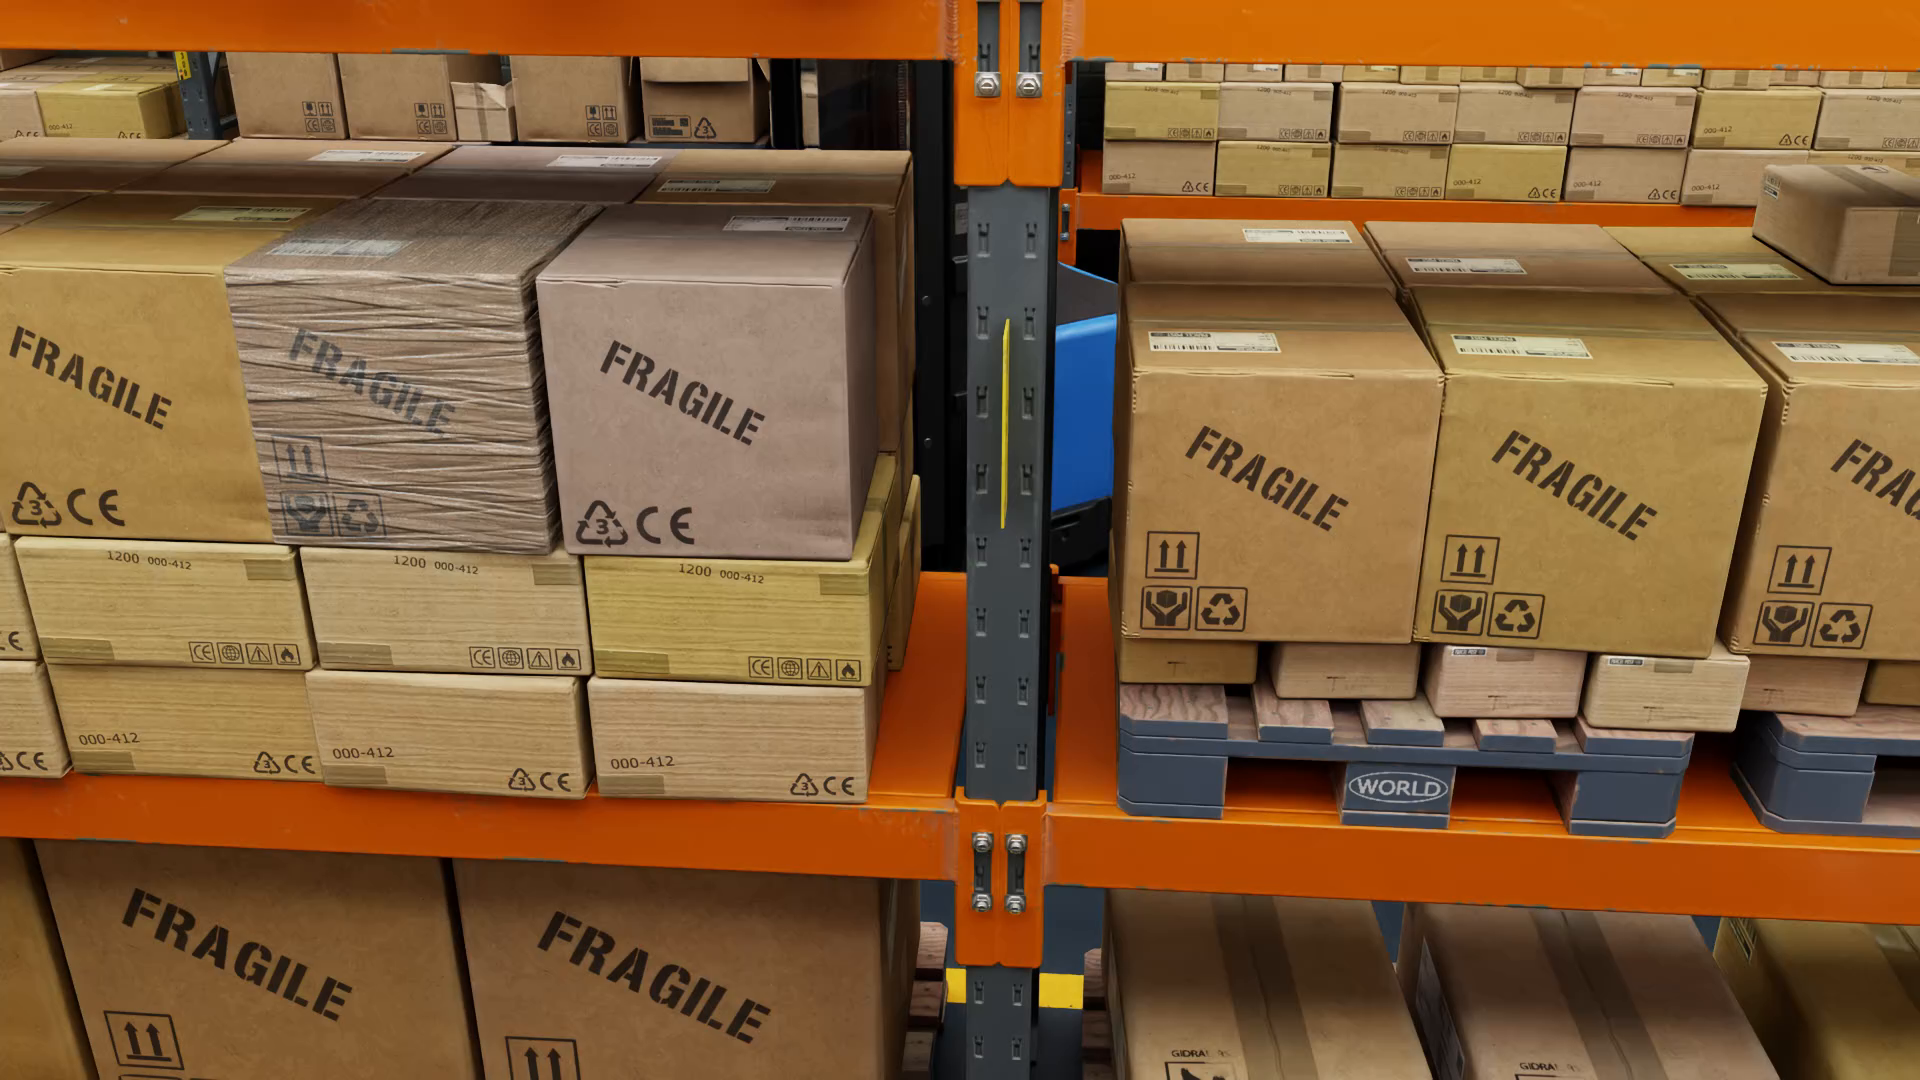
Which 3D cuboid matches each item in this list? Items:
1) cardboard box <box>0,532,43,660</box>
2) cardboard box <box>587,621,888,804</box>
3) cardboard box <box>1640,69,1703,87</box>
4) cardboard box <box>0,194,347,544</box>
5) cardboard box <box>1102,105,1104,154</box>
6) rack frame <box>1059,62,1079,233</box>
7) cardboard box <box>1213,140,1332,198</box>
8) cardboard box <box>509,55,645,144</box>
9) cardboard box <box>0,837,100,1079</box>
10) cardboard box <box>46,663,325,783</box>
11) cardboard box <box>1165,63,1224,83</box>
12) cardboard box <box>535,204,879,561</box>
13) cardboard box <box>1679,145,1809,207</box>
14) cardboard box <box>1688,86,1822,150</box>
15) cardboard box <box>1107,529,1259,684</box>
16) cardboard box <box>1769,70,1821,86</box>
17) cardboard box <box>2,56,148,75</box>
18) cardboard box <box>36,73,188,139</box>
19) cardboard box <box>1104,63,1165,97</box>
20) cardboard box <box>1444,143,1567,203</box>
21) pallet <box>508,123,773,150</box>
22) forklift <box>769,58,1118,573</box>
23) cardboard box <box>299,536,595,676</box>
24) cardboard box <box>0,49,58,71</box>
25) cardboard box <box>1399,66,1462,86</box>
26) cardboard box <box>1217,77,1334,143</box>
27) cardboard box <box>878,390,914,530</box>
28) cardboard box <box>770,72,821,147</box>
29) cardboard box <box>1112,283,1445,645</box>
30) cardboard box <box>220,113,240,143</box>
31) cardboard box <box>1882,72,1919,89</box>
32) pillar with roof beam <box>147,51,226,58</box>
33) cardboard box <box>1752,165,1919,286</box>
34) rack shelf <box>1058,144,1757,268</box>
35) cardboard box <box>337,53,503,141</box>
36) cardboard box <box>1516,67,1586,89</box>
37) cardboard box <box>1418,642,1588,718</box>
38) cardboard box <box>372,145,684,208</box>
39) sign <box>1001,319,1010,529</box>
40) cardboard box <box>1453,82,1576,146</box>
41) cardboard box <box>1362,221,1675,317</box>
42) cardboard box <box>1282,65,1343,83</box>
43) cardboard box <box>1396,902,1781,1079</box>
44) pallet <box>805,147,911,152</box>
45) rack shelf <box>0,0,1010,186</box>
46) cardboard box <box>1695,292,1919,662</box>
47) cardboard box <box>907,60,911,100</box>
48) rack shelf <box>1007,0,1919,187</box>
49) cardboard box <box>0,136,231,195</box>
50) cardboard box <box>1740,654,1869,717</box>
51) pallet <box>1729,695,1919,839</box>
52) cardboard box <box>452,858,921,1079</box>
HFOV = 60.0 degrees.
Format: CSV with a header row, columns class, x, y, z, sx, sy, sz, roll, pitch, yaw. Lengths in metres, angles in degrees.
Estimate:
class,x,y,z,sx,sy,sz,roll,pitch,yaw
cardboard box,-1.932,0.002,3.239,0.500,0.250,0.500,1,25,2
cardboard box,-0.412,0.270,3.255,0.500,0.250,0.500,1,25,2
cardboard box,3.092,-2.108,7.347,0.250,0.149,0.380,1,25,3
cardboard box,-1.430,-0.329,3.061,0.500,0.500,0.500,2,25,4
cardboard box,0.956,-1.983,8.152,0.500,0.250,0.500,1,25,3
rack frame,0.488,-1.959,7.920,0.127,3.000,1.000,2,25,4
cardboard box,1.413,-1.757,7.659,0.500,0.250,0.500,1,25,3
cardboard box,-1.736,-2.173,7.762,0.500,0.500,0.700,2,25,4
cardboard box,-2.351,0.768,4.032,0.875,0.875,0.875,3,25,6
cardboard box,-1.423,0.237,3.326,0.500,0.250,0.500,2,25,3
cardboard box,1.050,-2.159,7.457,0.250,0.149,0.380,2,25,5
cardboard box,-0.423,-0.298,2.993,0.500,0.500,0.500,1,25,3
cardboard box,3.452,-1.684,7.501,0.500,0.250,0.500,2,25,4
cardboard box,3.454,-1.913,7.400,0.500,0.250,0.500,1,25,3
cardboard box,0.422,0.121,3.197,0.250,0.149,0.380,0,25,1
cardboard box,3.620,-2.120,7.374,0.250,0.149,0.380,2,25,4
cardboard box,-4.474,-2.296,8.475,0.500,0.250,0.500,2,25,4
cardboard box,-4.026,-2.069,7.982,0.500,0.250,0.500,2,25,5
cardboard box,0.957,-2.220,8.067,0.500,0.250,0.500,2,25,5
cardboard box,2.444,-1.726,7.592,0.500,0.250,0.500,3,25,6
pallet,-1.451,-1.933,8.091,1.213,0.211,1.003,2,25,4
forklift,-0.616,-1.146,6.233,3.031,2.935,1.130,-16,29,-30
cardboard box,-0.902,0.026,3.186,0.500,0.250,0.500,1,25,3
cardboard box,-4.964,-2.654,8.355,0.500,0.500,0.500,1,25,3
cardboard box,2.071,-2.130,7.394,0.250,0.149,0.380,2,25,5
cardboard box,1.411,-1.986,7.559,0.500,0.250,0.500,3,25,6
cardboard box,-0.374,-0.169,3.609,0.500,0.250,0.500,2,25,4
cardboard box,-0.588,-1.981,7.644,0.500,0.250,0.500,1,25,2
cardboard box,0.543,-0.151,3.012,0.500,0.500,0.500,1,25,3
cardboard box,-3.814,-2.098,8.522,0.250,0.149,0.380,2,25,4
cardboard box,4.119,-2.090,7.308,0.250,0.149,0.380,3,25,6
pillar with roof beam,-4.455,-3.416,3.909,0.400,9.000,9.100,2,25,4
cardboard box,1.765,-0.622,3.259,0.250,0.149,0.380,1,25,1
rack shelf,2.483,-1.569,7.931,4.000,0.370,1.077,2,25,4
cardboard box,-2.518,-2.198,7.817,0.500,0.500,0.700,2,25,5
cardboard box,2.573,-2.095,7.318,0.250,0.149,0.380,1,25,3
cardboard box,0.971,0.172,3.086,0.250,0.149,0.380,0,25,1
cardboard box,-0.856,-0.520,3.475,0.500,0.500,0.500,2,25,4
sign,0.073,-0.185,2.679,0.005,0.325,0.100,2,25,4
cardboard box,2.443,-1.956,7.493,0.500,0.250,0.500,2,25,5
cardboard box,1.103,-0.351,3.447,0.500,0.500,0.500,1,25,3
cardboard box,1.570,-2.158,7.456,0.250,0.149,0.380,2,25,5
cardboard box,1.411,1.155,3.793,0.625,0.372,0.950,1,25,3
pallet,-0.193,-1.865,7.943,1.003,0.211,1.213,2,25,4
rack shelf,-1.882,-0.990,3.086,4.000,0.370,1.077,2,25,4
cardboard box,1.593,-0.123,2.951,0.500,0.500,0.500,2,25,5
cardboard box,-0.013,-2.277,7.989,0.500,0.500,0.500,3,25,6
rack shelf,2.106,-0.862,2.808,4.000,0.370,1.077,2,25,4
cardboard box,-1.874,-0.560,3.563,0.500,0.500,0.500,2,25,5
cardboard box,1.490,0.164,3.103,0.250,0.149,0.380,3,25,7
pallet,2.089,0.243,3.363,1.213,0.211,1.003,2,25,4
cardboard box,-0.570,0.827,3.903,0.875,0.875,0.875,2,25,4
